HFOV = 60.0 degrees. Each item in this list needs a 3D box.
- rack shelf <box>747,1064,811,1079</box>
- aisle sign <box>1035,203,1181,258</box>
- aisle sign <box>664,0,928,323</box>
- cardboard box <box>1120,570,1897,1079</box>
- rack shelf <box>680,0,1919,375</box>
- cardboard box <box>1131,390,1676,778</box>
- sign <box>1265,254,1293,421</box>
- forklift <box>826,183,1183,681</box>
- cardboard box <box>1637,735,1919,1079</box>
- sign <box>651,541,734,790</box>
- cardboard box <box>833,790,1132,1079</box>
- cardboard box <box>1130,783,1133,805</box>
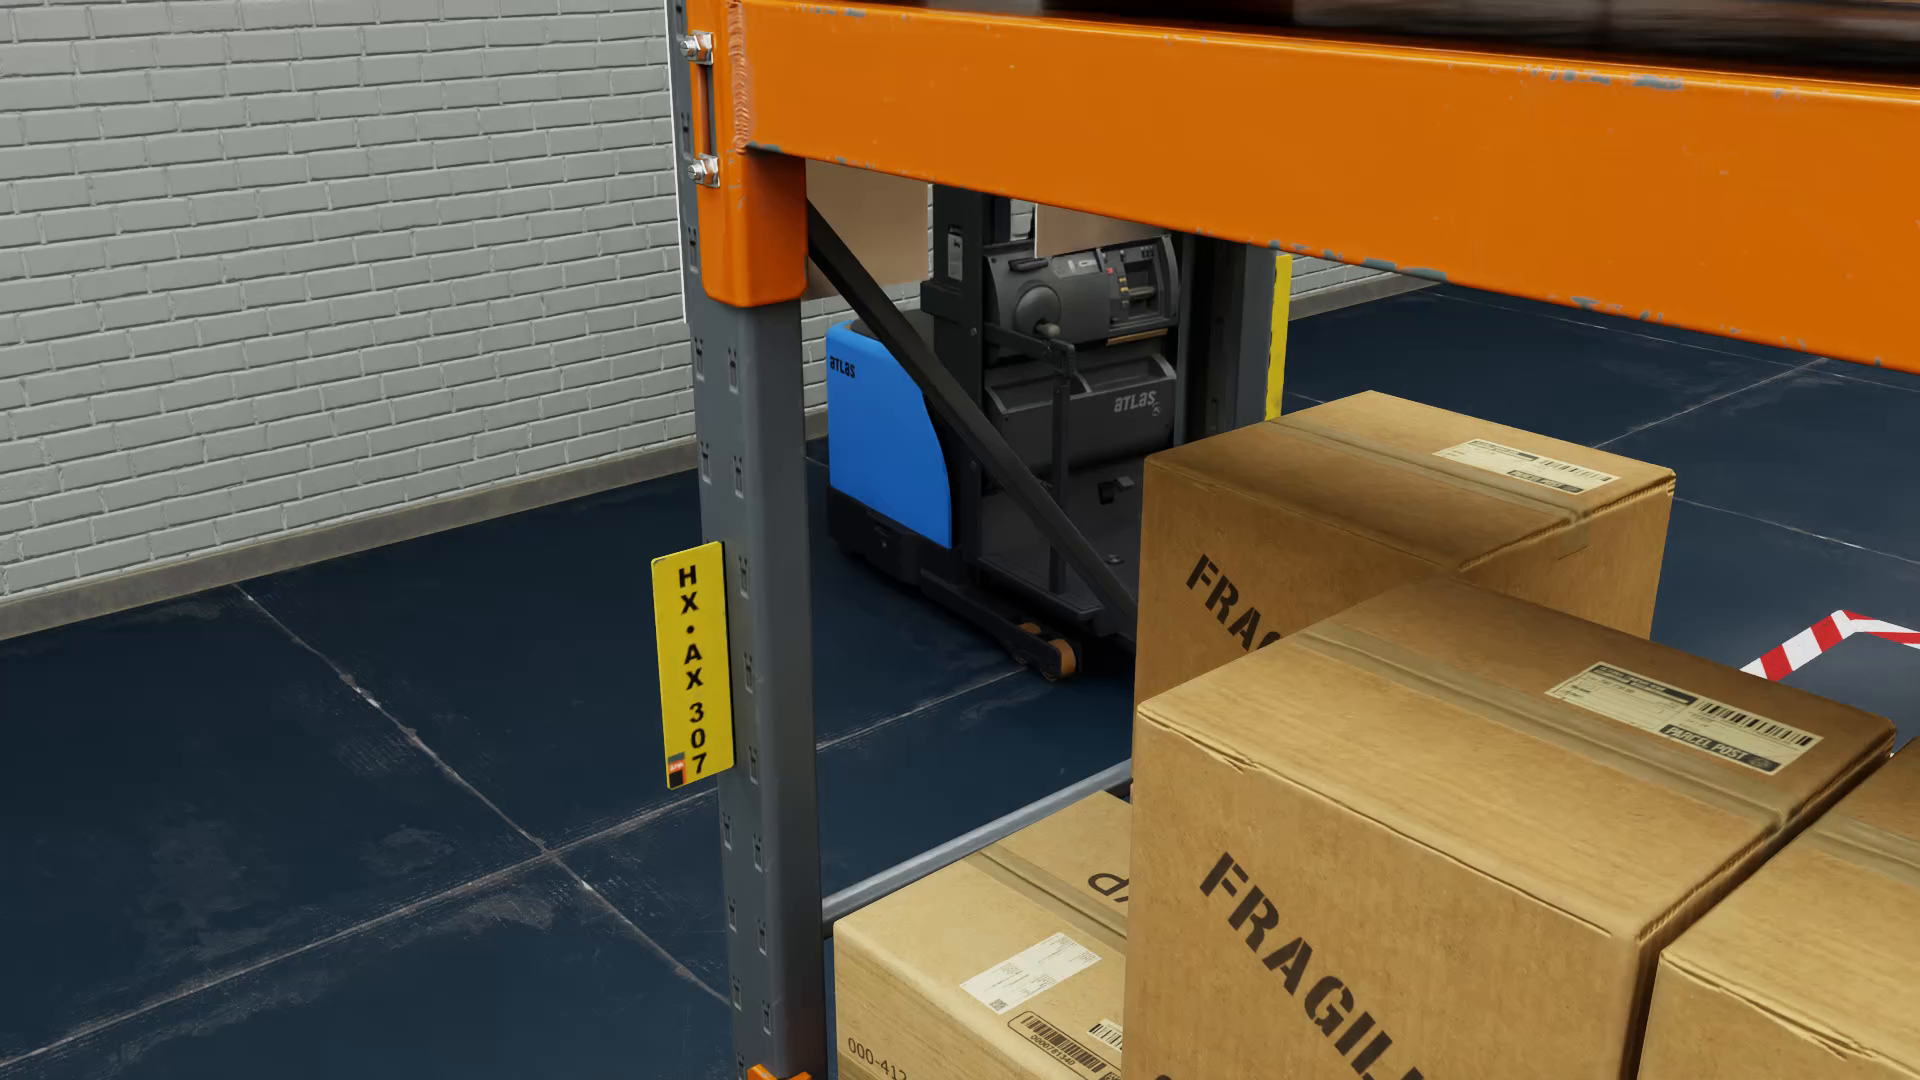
[{"bbox_3d":[1.385,1.362,1.380,1.077,0.370,4.000,-17,27,-37],"label":"rack shelf"},{"bbox_3d":[0.260,-0.827,2.419,0.394,0.787,0.004,-17,27,-37],"label":"aisle sign"},{"bbox_3d":[-0.194,-0.685,2.054,0.394,0.787,0.004,-17,27,-37],"label":"aisle sign"},{"bbox_3d":[0.515,0.392,1.641,0.500,0.500,0.500,-18,28,-39],"label":"cardboard box"},{"bbox_3d":[1.385,-0.035,0.833,1.077,0.370,4.000,-17,27,-37],"label":"rack shelf"},{"bbox_3d":[0.597,0.129,2.312,0.500,0.500,0.500,-17,27,-37],"label":"cardboard box"},{"bbox_3d":[0.500,-0.300,2.725,0.100,0.325,0.005,-17,27,-37],"label":"sign"},{"bbox_3d":[0.629,-1.007,6.536,1.130,2.935,3.031,-14,26,-32],"label":"forklift"},{"bbox_3d":[0.858,0.533,1.279,0.500,0.500,0.500,-18,28,-39],"label":"cardboard box"},{"bbox_3d":[-0.345,0.165,2.154,0.100,0.325,0.005,-17,27,-37],"label":"sign"},{"bbox_3d":[0.189,0.603,2.130,0.500,0.250,0.500,-18,28,-39],"label":"cardboard box"},{"bbox_3d":[0.597,0.476,2.452,0.500,0.250,0.500,-18,28,-38],"label":"cardboard box"}]
